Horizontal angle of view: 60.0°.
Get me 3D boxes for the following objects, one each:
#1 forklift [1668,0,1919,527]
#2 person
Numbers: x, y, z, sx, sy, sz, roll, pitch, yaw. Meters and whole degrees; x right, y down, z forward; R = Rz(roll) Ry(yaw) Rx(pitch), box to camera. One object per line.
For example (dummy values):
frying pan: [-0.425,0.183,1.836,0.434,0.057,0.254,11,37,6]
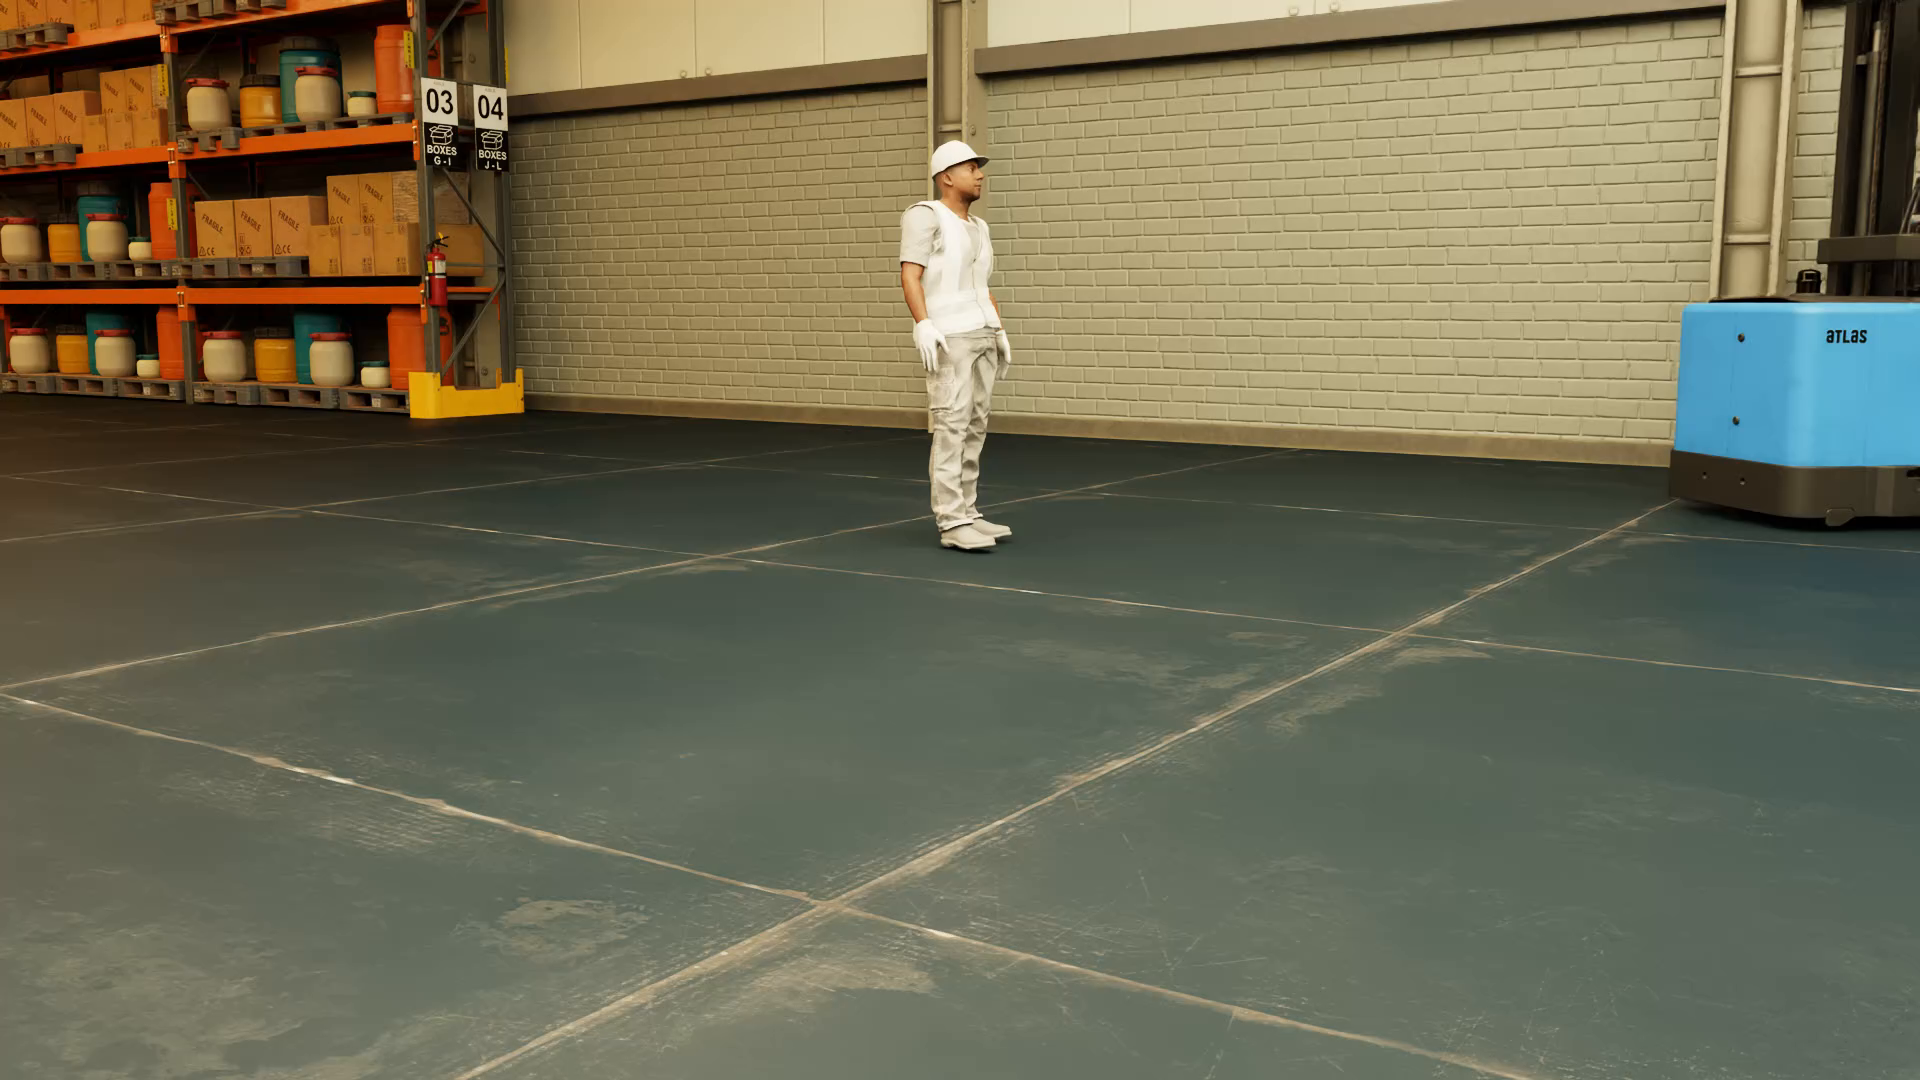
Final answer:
forklift: [5.292,-1.590,8.375,3.031,2.935,1.130,-1,8,-10]
person: [0.054,-0.883,7.430,0.577,1.782,0.656,5,10,34]
